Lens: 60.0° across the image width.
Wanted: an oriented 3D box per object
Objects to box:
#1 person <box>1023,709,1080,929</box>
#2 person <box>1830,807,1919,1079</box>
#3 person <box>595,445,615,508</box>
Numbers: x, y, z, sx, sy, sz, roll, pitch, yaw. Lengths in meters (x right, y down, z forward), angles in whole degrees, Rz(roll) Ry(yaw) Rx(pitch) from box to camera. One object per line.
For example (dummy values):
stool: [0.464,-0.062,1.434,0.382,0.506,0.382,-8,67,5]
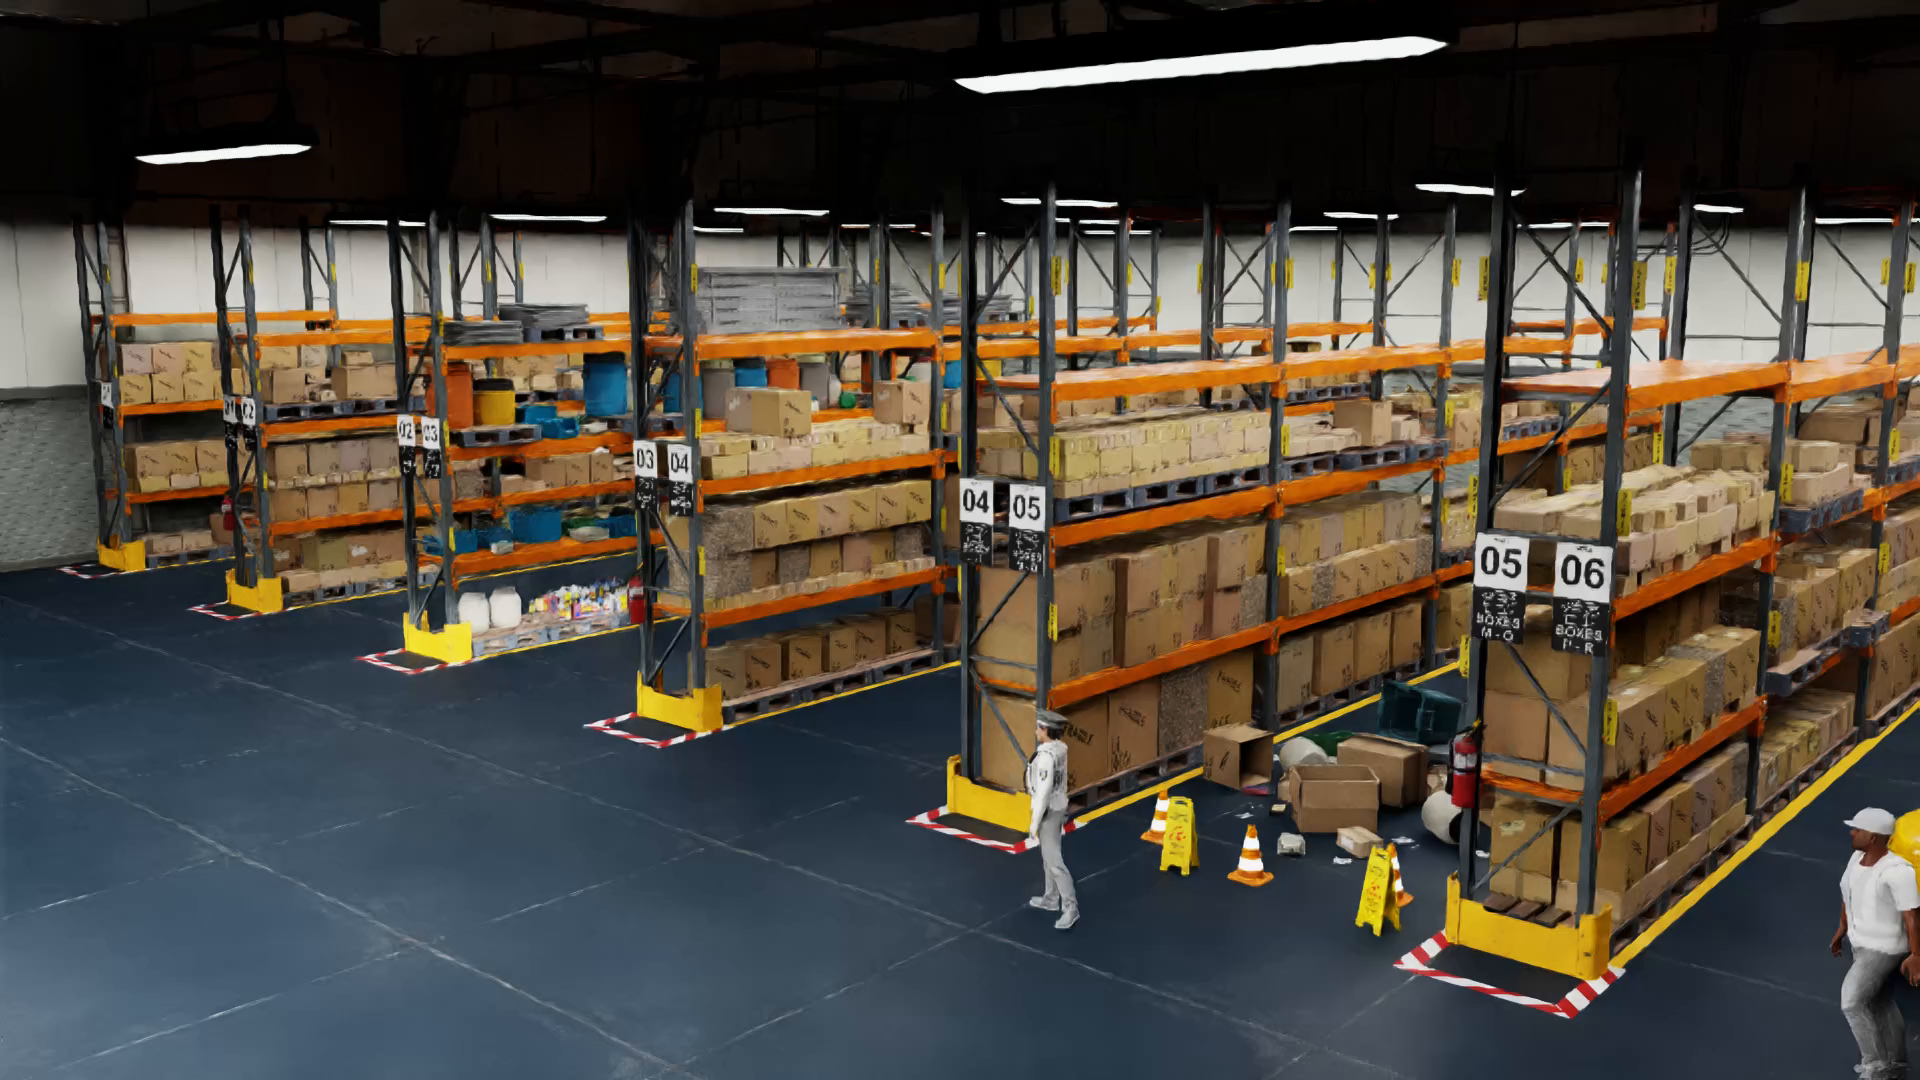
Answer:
person: [0.739,2.187,13.188,0.479,1.666,0.657,2,10,13]
person: [5.823,2.562,10.545,0.499,1.750,0.651,1,10,7]
person: [-7.084,-1.245,33.326,0.492,1.767,0.626,3,10,15]
